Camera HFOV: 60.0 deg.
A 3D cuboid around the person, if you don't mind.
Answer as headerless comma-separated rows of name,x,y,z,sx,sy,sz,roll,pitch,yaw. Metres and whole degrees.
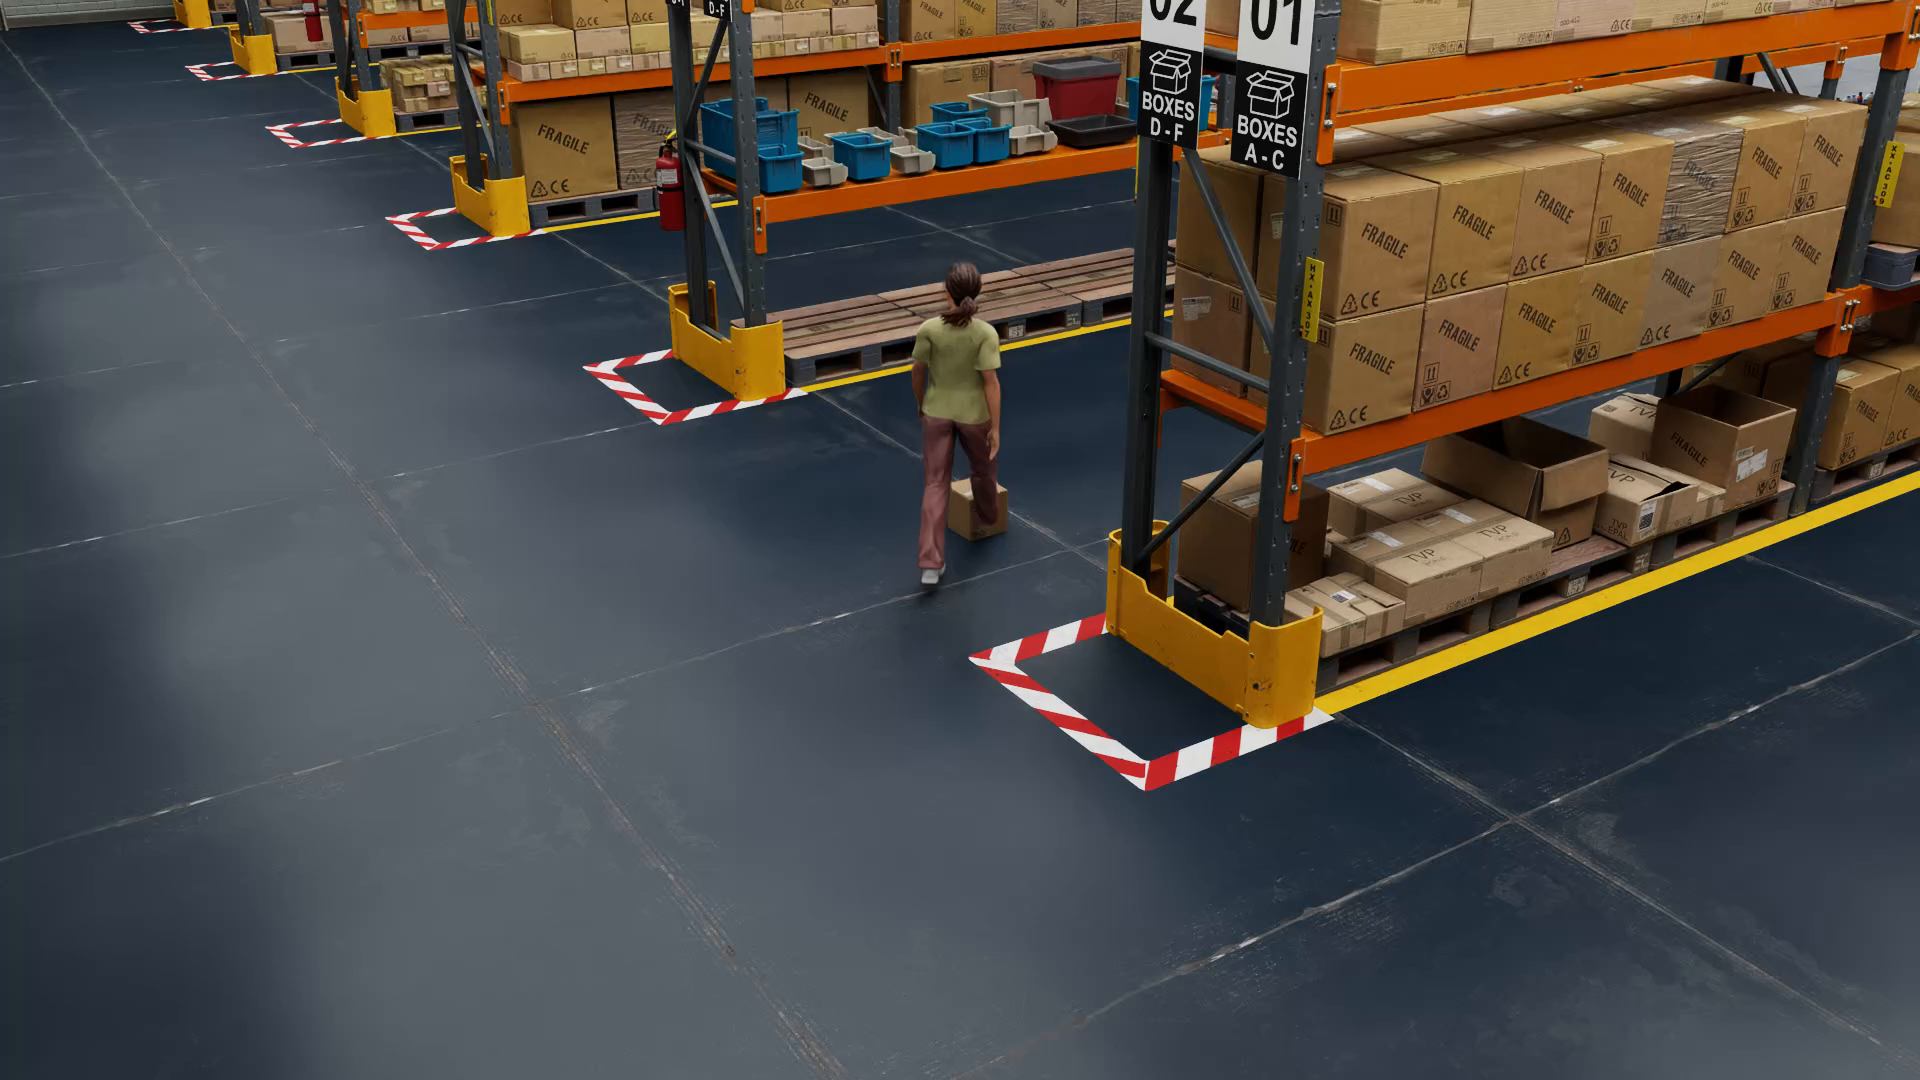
person,-0.007,-0.675,8.569,0.468,1.611,1.015,3,25,6
